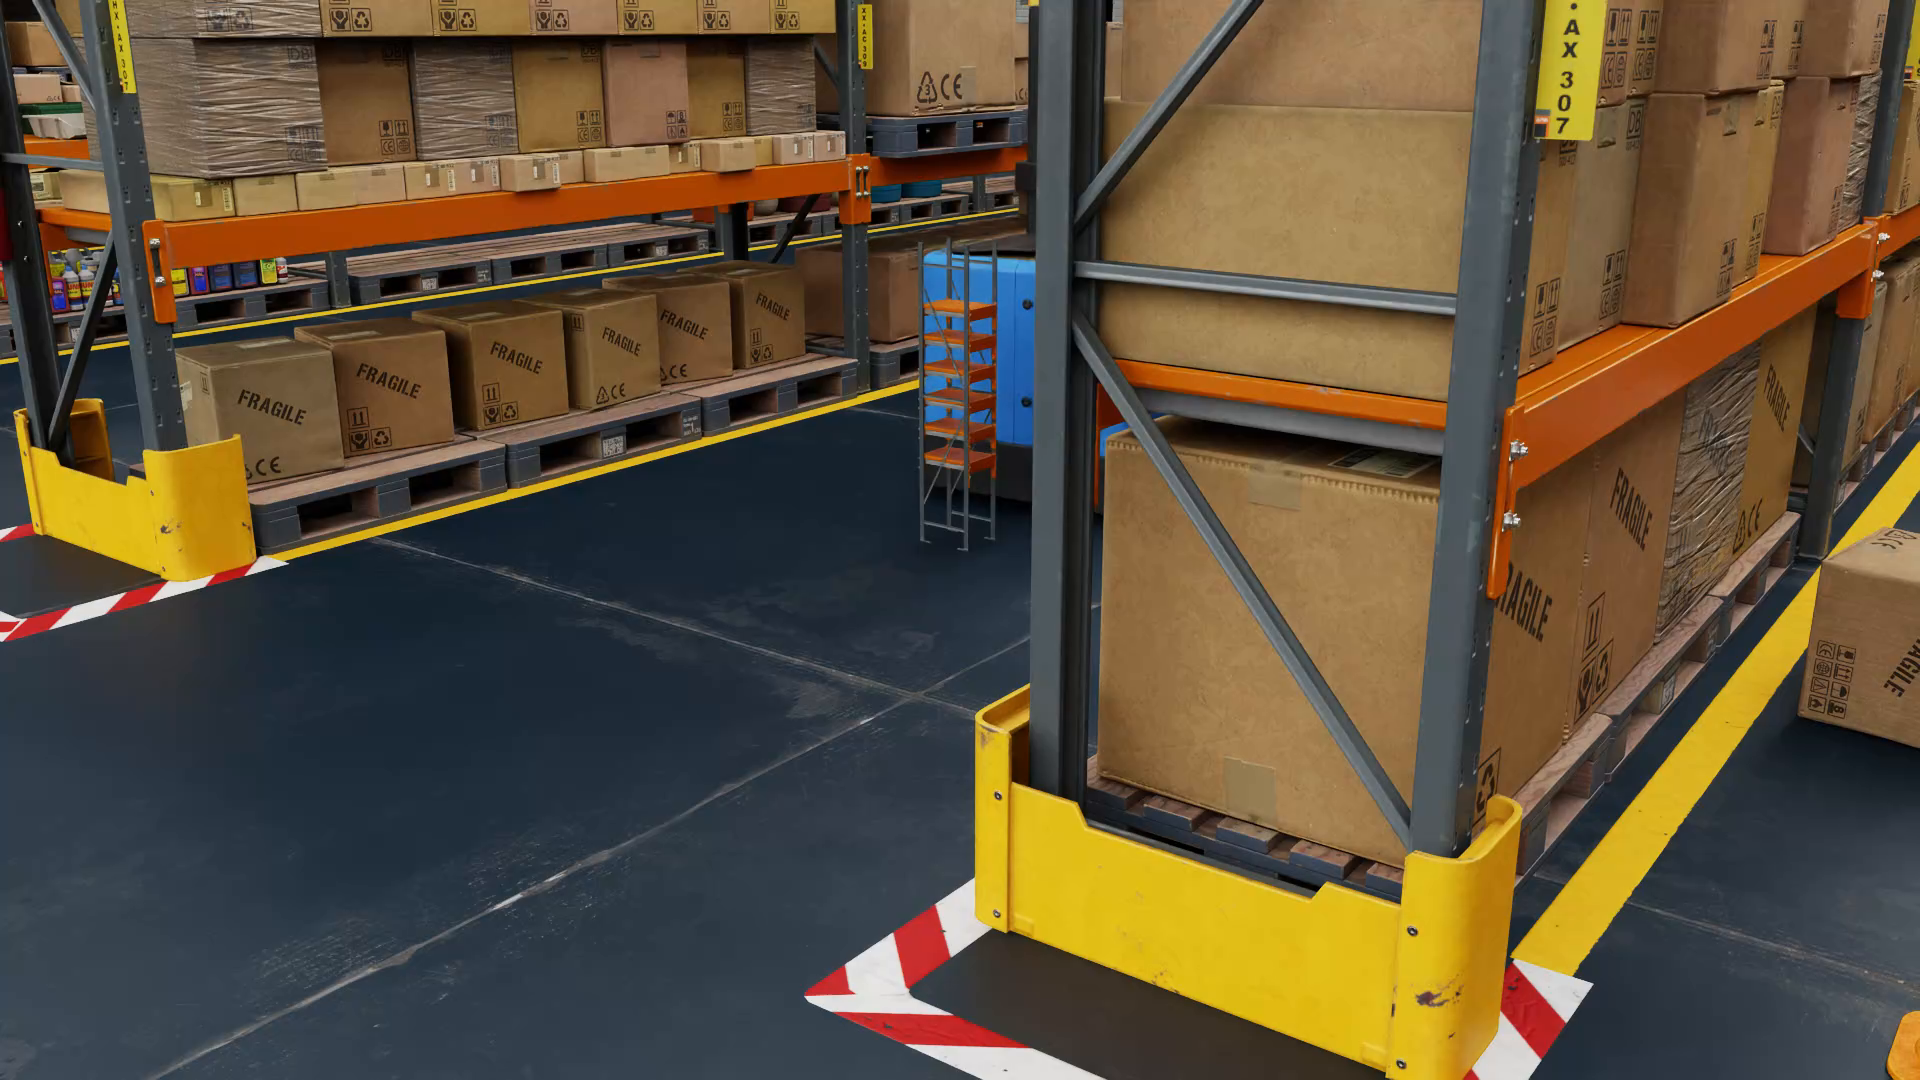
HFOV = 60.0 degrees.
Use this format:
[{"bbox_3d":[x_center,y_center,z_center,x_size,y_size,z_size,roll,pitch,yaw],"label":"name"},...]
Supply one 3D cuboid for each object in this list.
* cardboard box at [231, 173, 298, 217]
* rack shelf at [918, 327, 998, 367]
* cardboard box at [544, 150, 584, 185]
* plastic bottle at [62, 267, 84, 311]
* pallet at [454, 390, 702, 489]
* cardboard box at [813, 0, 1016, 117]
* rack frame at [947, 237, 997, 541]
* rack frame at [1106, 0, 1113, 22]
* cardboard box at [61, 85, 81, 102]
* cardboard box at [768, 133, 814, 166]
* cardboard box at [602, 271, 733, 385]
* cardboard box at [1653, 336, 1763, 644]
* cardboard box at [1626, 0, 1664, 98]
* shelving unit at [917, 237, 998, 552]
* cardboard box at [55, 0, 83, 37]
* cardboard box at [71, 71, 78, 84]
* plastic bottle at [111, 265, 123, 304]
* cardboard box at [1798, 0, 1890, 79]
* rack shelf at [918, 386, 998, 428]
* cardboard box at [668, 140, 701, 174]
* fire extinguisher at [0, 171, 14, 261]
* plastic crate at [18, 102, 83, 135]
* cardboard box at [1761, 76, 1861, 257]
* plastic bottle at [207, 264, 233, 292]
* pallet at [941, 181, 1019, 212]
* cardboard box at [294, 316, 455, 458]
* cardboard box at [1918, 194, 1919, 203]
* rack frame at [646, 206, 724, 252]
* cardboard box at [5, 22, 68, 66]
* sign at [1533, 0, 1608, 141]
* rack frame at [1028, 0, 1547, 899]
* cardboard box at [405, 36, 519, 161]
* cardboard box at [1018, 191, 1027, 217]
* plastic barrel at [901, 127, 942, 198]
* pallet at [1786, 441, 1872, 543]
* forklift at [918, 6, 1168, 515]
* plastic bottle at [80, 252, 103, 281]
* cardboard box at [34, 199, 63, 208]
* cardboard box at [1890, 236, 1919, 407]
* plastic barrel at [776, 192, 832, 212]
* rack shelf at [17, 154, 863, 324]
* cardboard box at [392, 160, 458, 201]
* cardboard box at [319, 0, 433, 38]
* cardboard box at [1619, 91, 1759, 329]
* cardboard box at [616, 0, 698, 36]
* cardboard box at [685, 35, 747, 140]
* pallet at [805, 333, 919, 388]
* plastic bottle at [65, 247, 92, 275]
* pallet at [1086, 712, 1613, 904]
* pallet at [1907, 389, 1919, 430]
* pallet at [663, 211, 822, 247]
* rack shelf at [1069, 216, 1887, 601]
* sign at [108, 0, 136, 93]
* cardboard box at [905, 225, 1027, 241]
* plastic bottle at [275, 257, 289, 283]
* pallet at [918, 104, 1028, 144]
[{"bbox_3d":[-2.803,-1.356,6.475,0.380,0.149,0.250,12,21,35],"label":"cardboard box"},{"bbox_3d":[-0.009,-0.756,6.497,0.258,0.103,0.180,12,21,35],"label":"rack shelf"},{"bbox_3d":[-1.953,-1.723,7.657,0.380,0.149,0.250,12,21,35],"label":"cardboard box"},{"bbox_3d":[-5.772,-1.635,10.808,0.097,0.271,0.097,0,17,0],"label":"plastic bottle"},{"bbox_3d":[-2.044,-0.557,8.181,1.003,0.211,1.213,12,21,35],"label":"pallet"},{"bbox_3d":[-0.360,-2.998,9.620,1.000,1.000,1.000,13,21,35],"label":"cardboard box"},{"bbox_3d":[0.046,-0.591,6.625,0.240,1.200,0.006,12,21,35],"label":"rack frame"},{"bbox_3d":[1.438,-3.299,12.310,1.000,3.000,0.127,12,21,35],"label":"rack frame"},{"bbox_3d":[-8.207,-4.153,15.482,0.380,0.149,0.250,12,21,35],"label":"cardboard box"},{"bbox_3d":[-0.994,-2.065,8.761,0.380,0.149,0.250,12,21,35],"label":"cardboard box"},{"bbox_3d":[-1.551,-1.127,8.823,0.500,0.500,0.500,-12,21,-33],"label":"cardboard box"},{"bbox_3d":[2.013,-0.279,5.459,0.875,0.875,0.875,13,21,35],"label":"cardboard box"},{"bbox_3d":[1.100,-1.309,3.829,0.875,0.550,0.550,12,21,35],"label":"cardboard box"},{"bbox_3d":[-0.009,-0.570,6.555,0.258,1.200,0.189,12,21,35],"label":"shelving unit"},{"bbox_3d":[-3.199,-2.236,6.529,0.500,0.500,0.500,12,21,35],"label":"cardboard box"},{"bbox_3d":[-8.114,-4.451,15.851,0.500,0.500,0.500,14,22,39],"label":"cardboard box"},{"bbox_3d":[-5.591,-1.707,11.040,0.097,0.271,0.097,0,17,0],"label":"plastic bottle"},{"bbox_3d":[2.496,-1.800,5.408,0.875,0.550,0.550,12,21,35],"label":"cardboard box"},{"bbox_3d":[-0.009,-0.527,6.568,0.258,0.103,0.180,12,21,35],"label":"rack shelf"},{"bbox_3d":[-1.505,-1.901,8.231,0.380,0.149,0.250,12,21,35],"label":"cardboard box"},{"bbox_3d":[-3.767,-1.411,6.360,0.296,0.674,0.183,12,21,35],"label":"fire extinguisher"},{"bbox_3d":[-5.959,-2.847,11.211,0.450,0.188,0.662,12,21,35],"label":"plastic crate"},{"bbox_3d":[2.458,-1.293,5.595,0.875,0.550,0.550,12,21,35],"label":"cardboard box"},{"bbox_3d":[-5.190,-1.917,11.583,0.144,0.351,0.185,11,20,32],"label":"plastic bottle"},{"bbox_3d":[0.251,-3.977,19.196,1.003,0.211,1.213,12,21,35],"label":"pallet"},{"bbox_3d":[-2.615,-0.695,7.430,0.500,0.500,0.500,-13,22,-36],"label":"cardboard box"},{"bbox_3d":[3.808,-1.692,6.965,0.500,0.500,0.500,13,21,35],"label":"cardboard box"},{"bbox_3d":[-2.540,-4.174,15.128,1.000,3.000,0.127,12,21,35],"label":"rack frame"},{"bbox_3d":[-11.079,-5.931,19.875,0.700,0.500,0.500,10,20,30],"label":"cardboard box"},{"bbox_3d":[1.037,-0.845,2.814,0.100,0.325,0.005,12,21,35],"label":"sign"},{"bbox_3d":[0.595,-0.493,3.274,1.000,3.000,0.127,12,21,35],"label":"rack frame"},{"bbox_3d":[-2.445,-1.961,7.332,0.875,0.500,0.500,12,21,35],"label":"cardboard box"},{"bbox_3d":[0.755,-2.381,11.561,0.500,0.250,0.500,16,23,41],"label":"cardboard box"},{"bbox_3d":[-0.494,-4.199,18.038,0.600,0.901,0.708,12,21,35],"label":"plastic barrel"},{"bbox_3d":[3.377,-0.311,7.390,1.003,0.211,1.213,12,21,35],"label":"pallet"},{"bbox_3d":[1.029,-1.883,7.864,1.130,2.935,3.031,11,20,31],"label":"forklift"},{"bbox_3d":[-5.969,-1.846,11.480,0.152,0.276,0.135,12,21,35],"label":"plastic bottle"},{"bbox_3d":[-8.460,-3.038,15.396,0.500,0.250,0.500,12,21,33],"label":"cardboard box"},{"bbox_3d":[4.408,-1.187,8.593,1.050,0.750,0.750,13,21,36],"label":"cardboard box"},{"bbox_3d":[-1.589,-3.612,16.675,0.600,0.588,0.708,12,21,35],"label":"plastic barrel"},{"bbox_3d":[-2.137,-1.527,7.815,1.077,0.370,4.000,12,21,35],"label":"rack shelf"},{"bbox_3d":[-2.355,-1.534,7.050,0.380,0.149,0.250,12,21,35],"label":"cardboard box"},{"bbox_3d":[-2.479,-2.262,6.613,0.500,0.500,0.500,12,21,35],"label":"cardboard box"},{"bbox_3d":[1.524,-0.907,4.355,0.875,0.550,0.550,12,21,35],"label":"cardboard box"},{"bbox_3d":[-1.588,-2.620,7.766,0.500,0.500,0.500,12,21,35],"label":"cardboard box"},{"bbox_3d":[-1.589,-2.327,8.510,0.875,0.500,0.500,12,21,35],"label":"cardboard box"},{"bbox_3d":[-0.483,-1.200,10.254,1.003,0.211,1.213,12,21,35],"label":"pallet"},{"bbox_3d":[-6.103,-1.902,11.534,0.144,0.351,0.185,12,21,34],"label":"plastic bottle"},{"bbox_3d":[1.008,0.634,4.346,1.003,0.211,1.213,12,21,35],"label":"pallet"},{"bbox_3d":[4.831,-0.892,9.262,1.003,0.211,1.213,12,21,35],"label":"pallet"},{"bbox_3d":[-2.103,-3.038,16.170,1.003,0.211,1.213,12,21,35],"label":"pallet"},{"bbox_3d":[1.786,-0.626,4.915,1.077,0.370,4.000,12,21,35],"label":"rack shelf"},{"bbox_3d":[-2.893,-1.711,5.737,0.100,0.325,0.005,12,21,35],"label":"sign"},{"bbox_3d":[0.070,-1.749,10.791,0.700,0.500,0.500,10,20,30],"label":"cardboard box"},{"bbox_3d":[-4.889,-1.954,11.955,0.097,0.201,0.097,0,17,0],"label":"plastic bottle"},{"bbox_3d":[0.291,-2.729,10.797,1.003,0.211,1.213,12,21,35],"label":"pallet"}]
